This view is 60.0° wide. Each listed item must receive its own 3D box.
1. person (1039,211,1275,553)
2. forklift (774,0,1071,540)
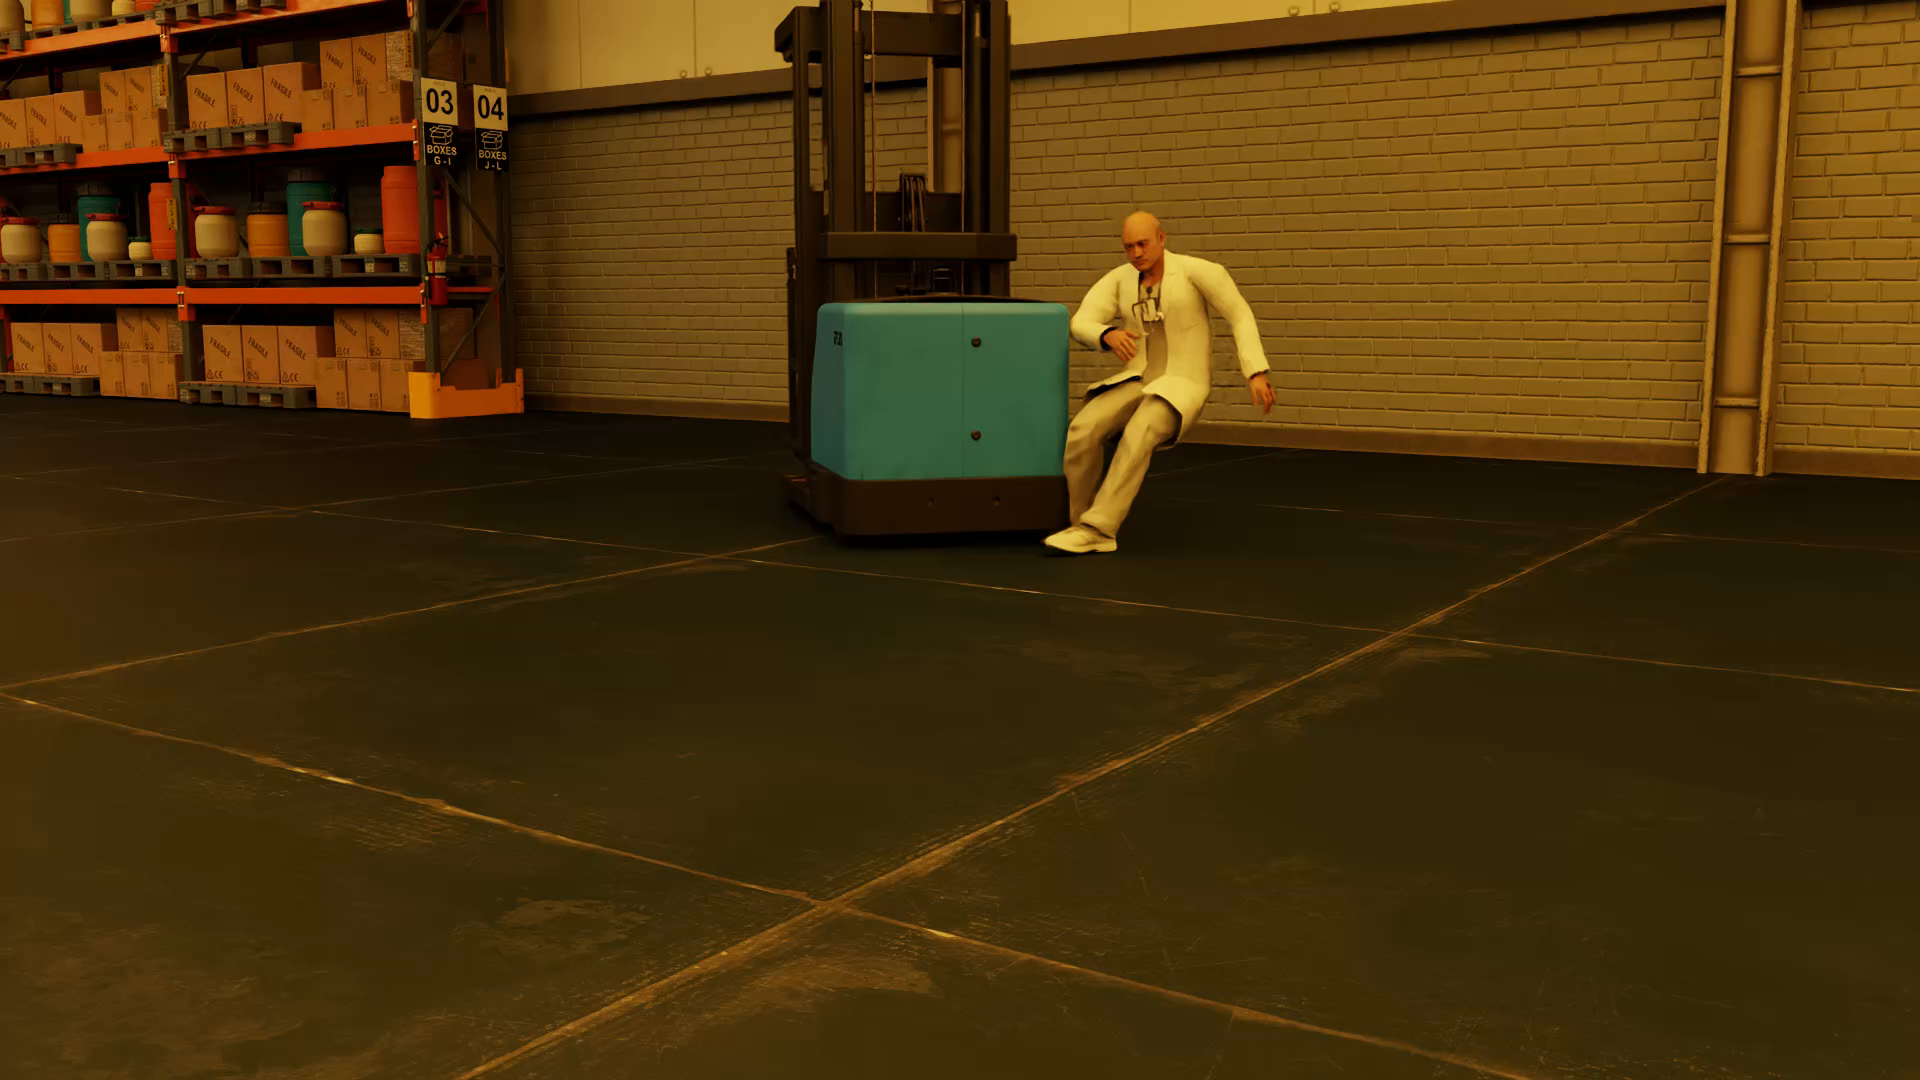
[{"bbox_3d":[0.801,-0.665,7.287,0.950,1.539,0.962,5,9,30],"label":"person"},{"bbox_3d":[-0.346,-1.621,8.590,1.130,2.935,3.031,-2,8,-14],"label":"forklift"}]
